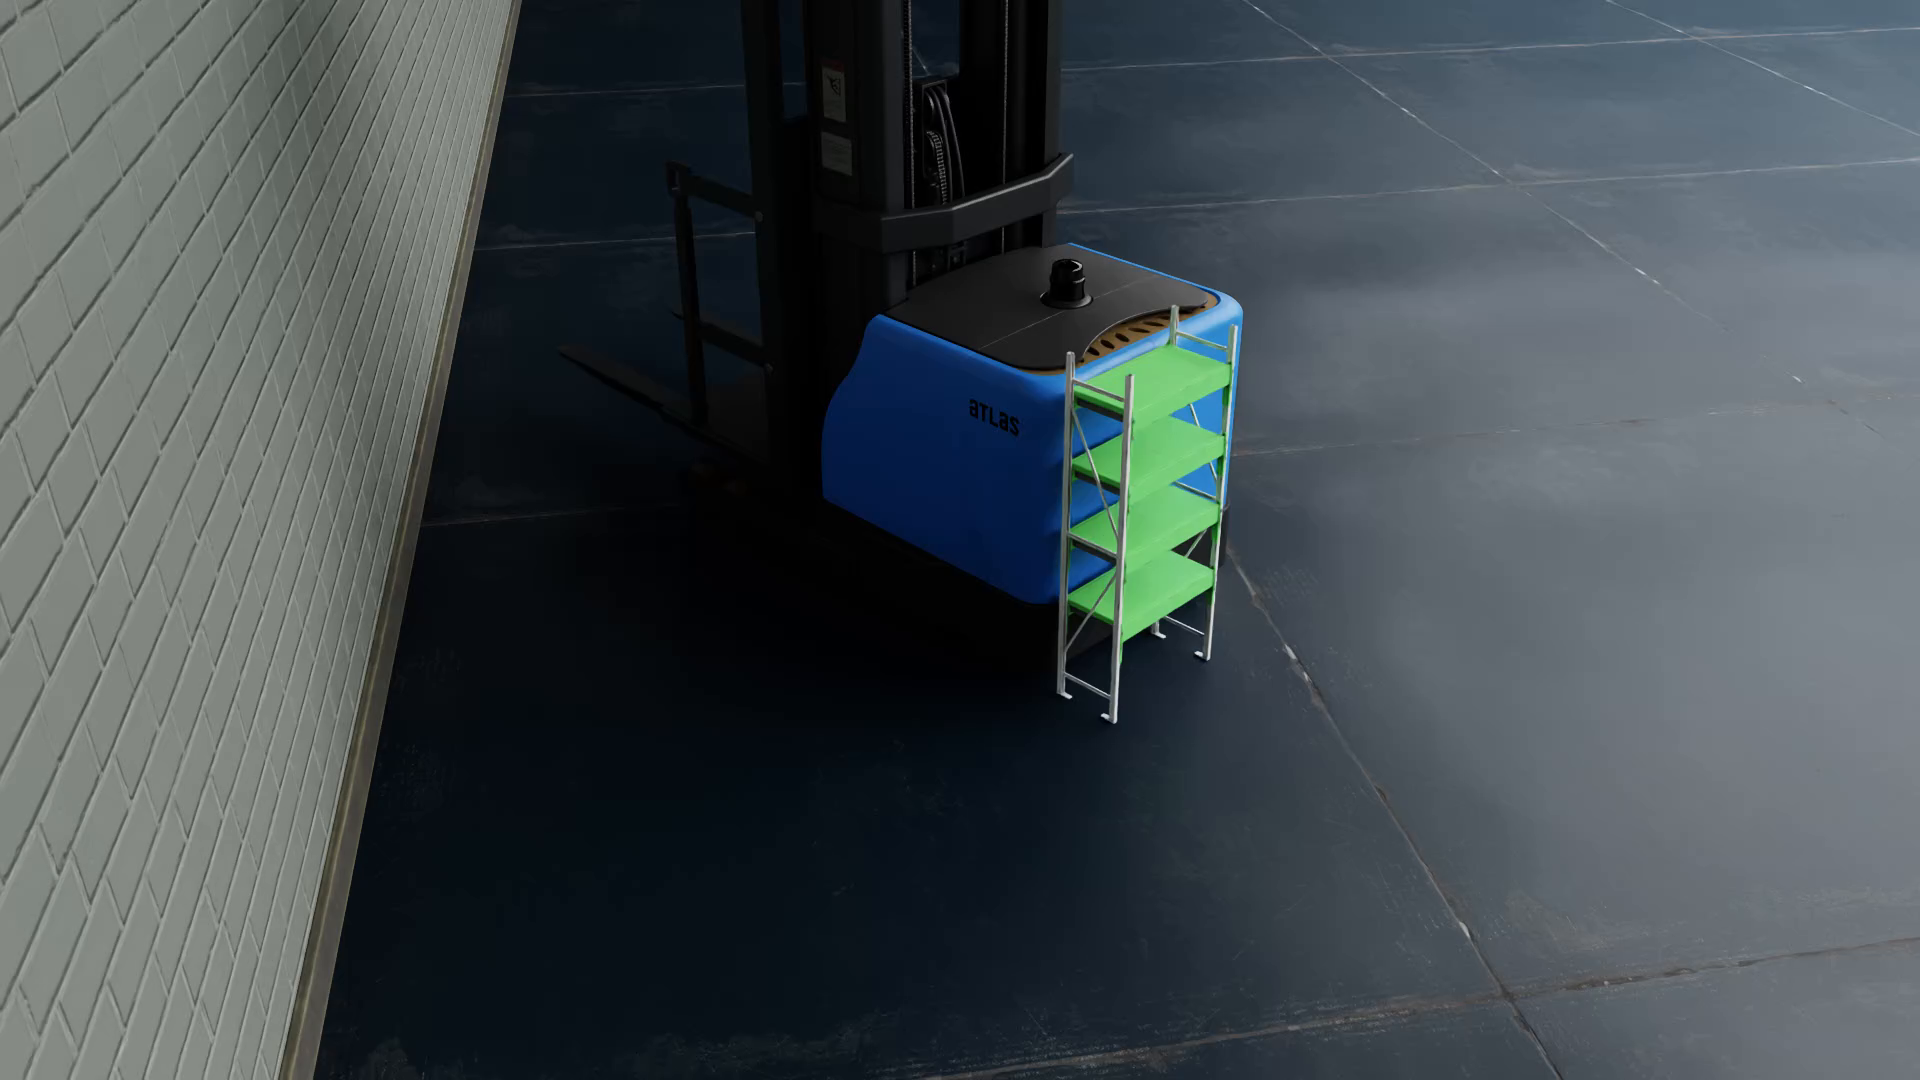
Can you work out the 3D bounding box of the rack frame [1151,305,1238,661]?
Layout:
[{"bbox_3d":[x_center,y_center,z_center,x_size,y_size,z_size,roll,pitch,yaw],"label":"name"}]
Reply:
[{"bbox_3d":[0.742,-0.159,5.335,0.240,1.200,0.015,26,39,37],"label":"rack frame"}]

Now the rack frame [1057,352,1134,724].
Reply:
[{"bbox_3d":[0.402,0.018,5.033,0.240,1.200,0.015,26,39,37],"label":"rack frame"}]

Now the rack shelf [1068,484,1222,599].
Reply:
[{"bbox_3d":[0.572,-0.015,5.216,0.258,0.148,0.480,26,39,37],"label":"rack shelf"}]

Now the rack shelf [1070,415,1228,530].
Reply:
[{"bbox_3d":[0.571,-0.223,5.096,0.258,0.148,0.480,26,39,37],"label":"rack shelf"}]

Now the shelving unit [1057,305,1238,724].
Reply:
[{"bbox_3d":[0.572,-0.071,5.184,0.258,1.200,0.503,26,39,37],"label":"shelving unit"}]

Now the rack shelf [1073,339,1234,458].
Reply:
[{"bbox_3d":[0.570,-0.431,4.975,0.258,0.148,0.480,26,39,37],"label":"rack shelf"}]

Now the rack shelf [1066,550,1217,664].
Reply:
[{"bbox_3d":[0.574,0.192,5.337,0.258,0.148,0.480,26,39,37],"label":"rack shelf"}]

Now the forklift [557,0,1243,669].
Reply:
[{"bbox_3d":[-0.447,-1.488,5.889,3.031,2.935,1.130,27,40,37],"label":"forklift"}]
